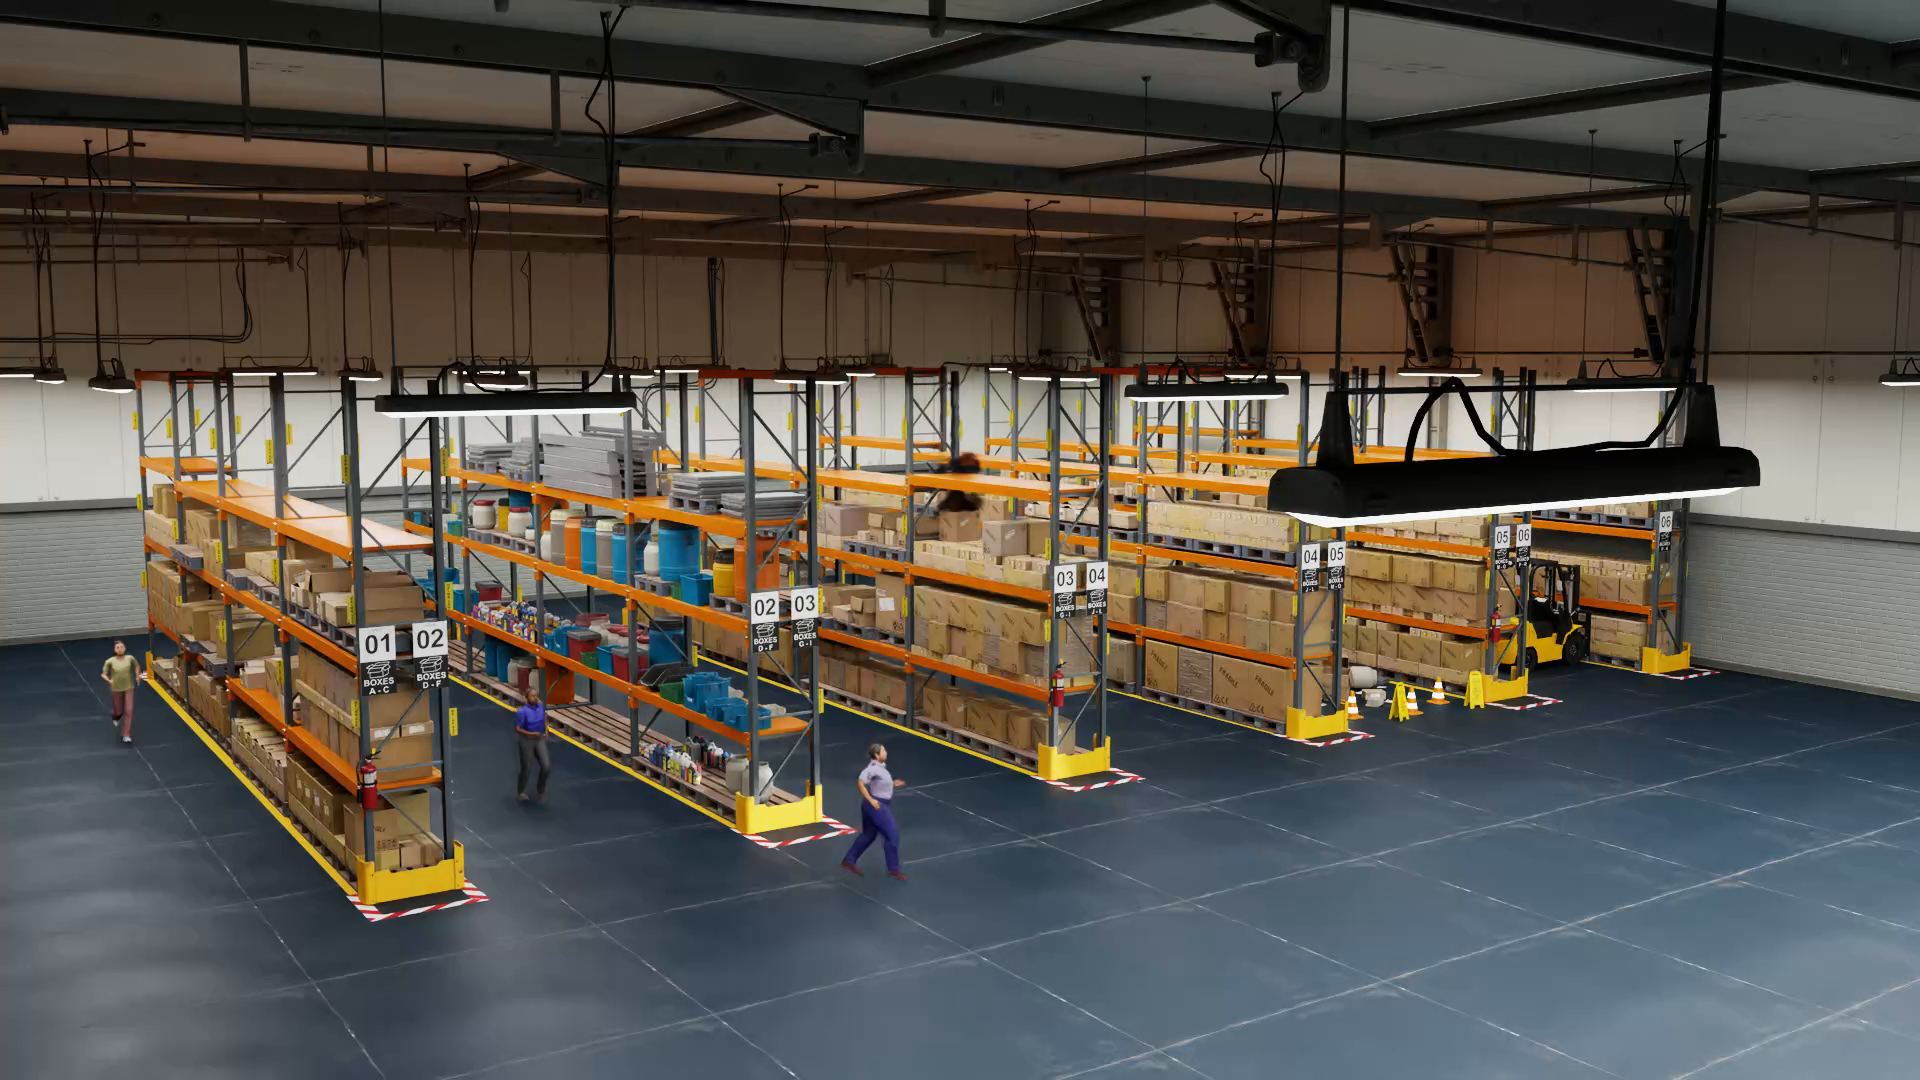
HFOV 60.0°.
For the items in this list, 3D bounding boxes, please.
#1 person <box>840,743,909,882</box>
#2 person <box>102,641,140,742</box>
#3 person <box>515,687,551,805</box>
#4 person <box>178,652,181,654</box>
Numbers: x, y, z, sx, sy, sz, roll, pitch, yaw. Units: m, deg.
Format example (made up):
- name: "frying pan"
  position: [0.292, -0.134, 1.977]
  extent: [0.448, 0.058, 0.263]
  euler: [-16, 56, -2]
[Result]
- name: "person"
  position: [-1.024, 3.271, 19.963]
  extent: [0.796, 1.705, 0.593]
  euler: [-1, 7, -10]
- name: "person"
  position: [-13.693, 2.459, 27.211]
  extent: [0.593, 1.639, 0.901]
  euler: [-4, 8, -34]
- name: "person"
  position: [-5.969, 2.905, 23.318]
  extent: [0.590, 1.709, 0.717]
  euler: [-6, 9, -44]
- name: "person"
  position: [-15.449, 1.648, 33.736]
  extent: [0.867, 1.766, 0.736]
  euler: [-2, 7, -16]
